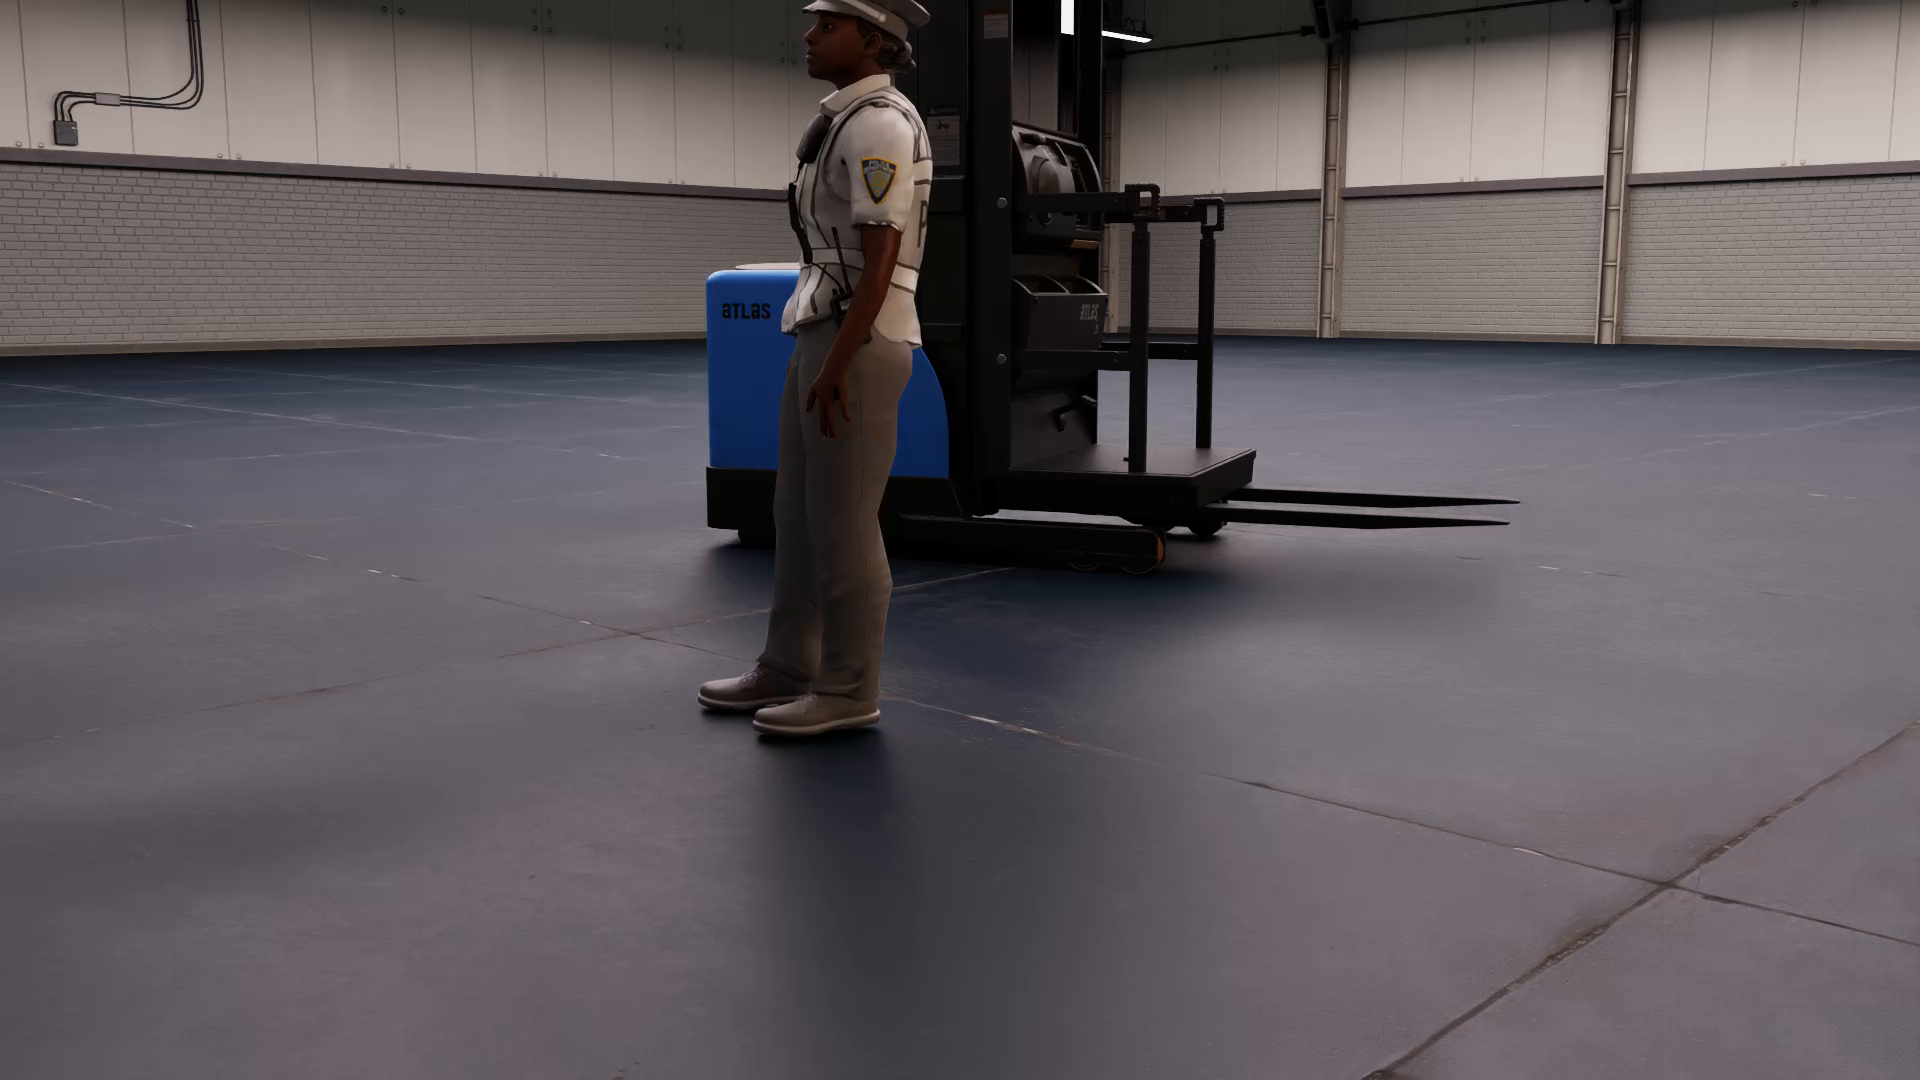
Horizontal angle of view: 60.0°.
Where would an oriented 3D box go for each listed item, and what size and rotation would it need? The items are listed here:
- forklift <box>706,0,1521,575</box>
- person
[{"bbox_3d":[0.565,-1.416,6.275,3.031,2.935,1.130,3,9,22],"label":"forklift"},{"bbox_3d":[-0.329,-0.412,3.710,0.530,1.694,0.567,-2,9,-10],"label":"person"}]
